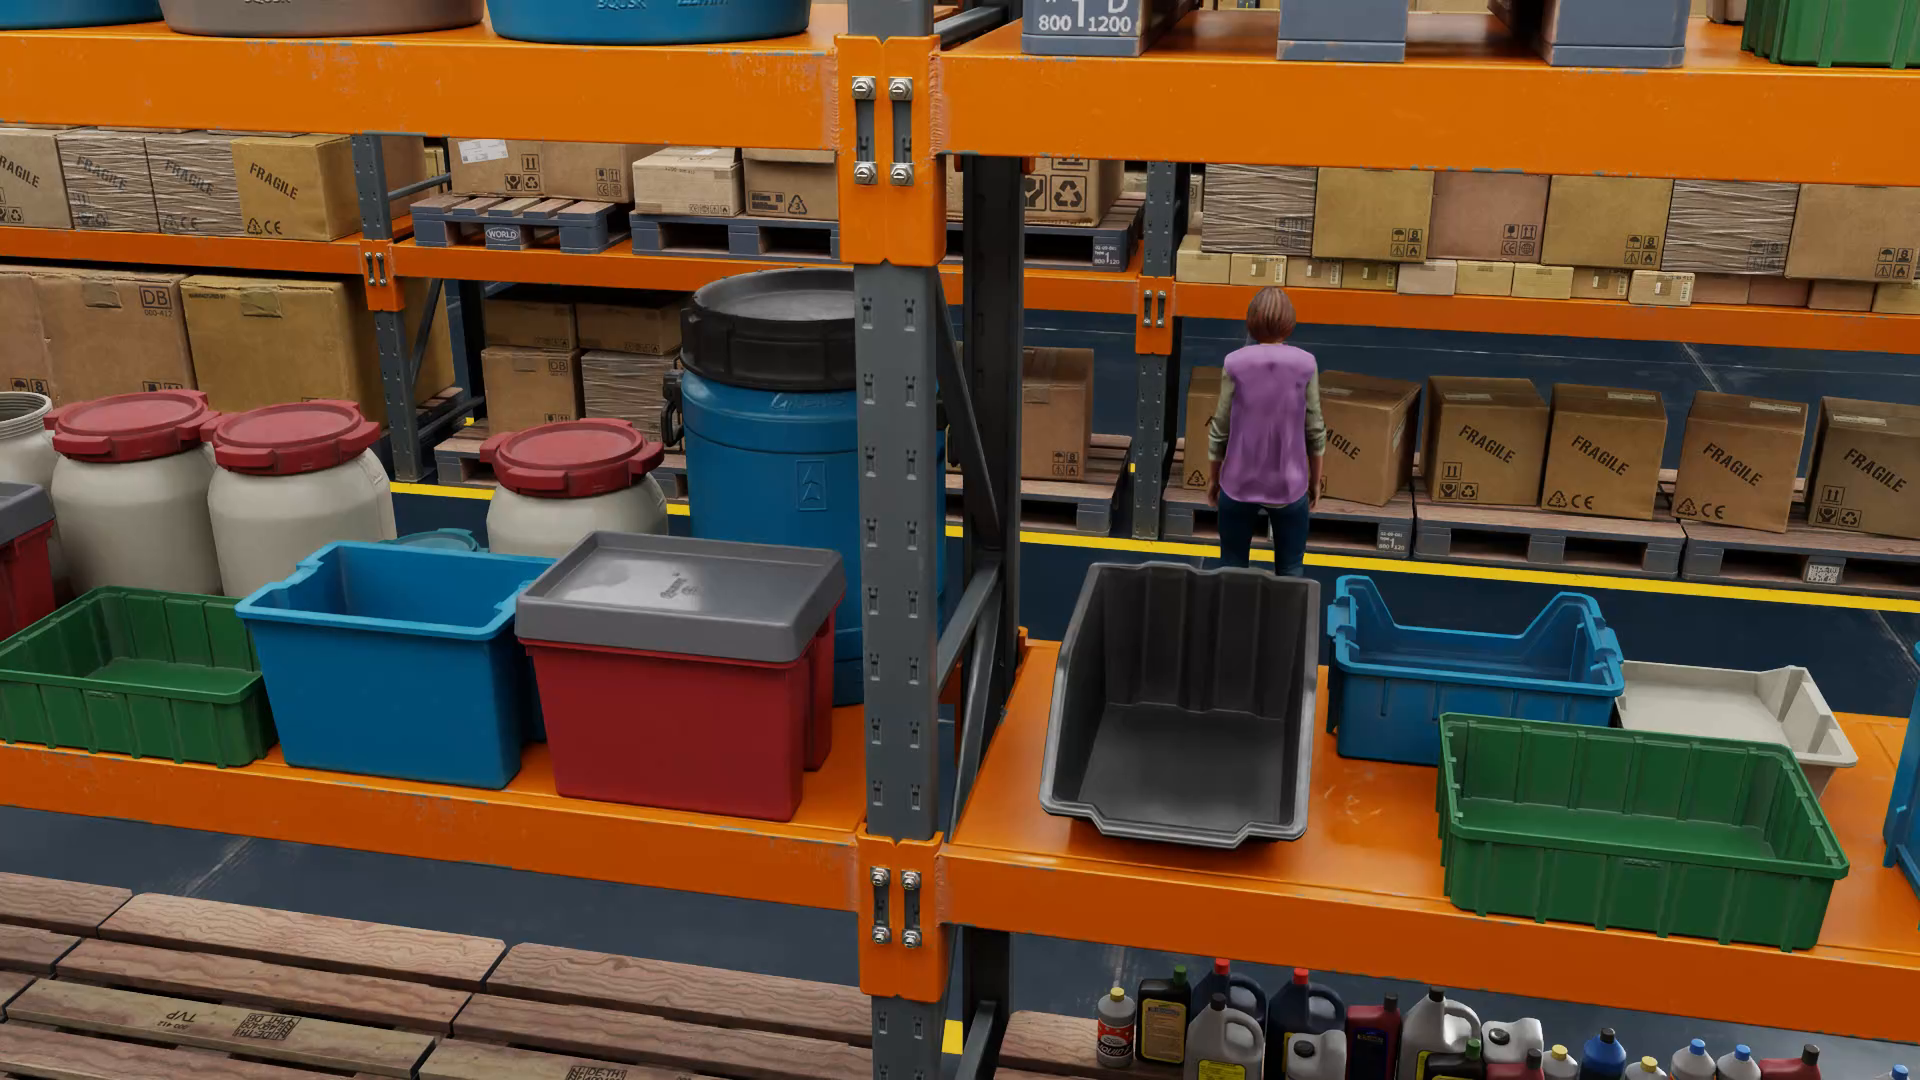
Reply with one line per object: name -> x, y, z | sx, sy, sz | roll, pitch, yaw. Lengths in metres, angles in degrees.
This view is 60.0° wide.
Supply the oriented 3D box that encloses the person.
person -> 1.210, -0.208, 6.623 | 0.473, 1.590, 0.348 | 3, 22, 8
